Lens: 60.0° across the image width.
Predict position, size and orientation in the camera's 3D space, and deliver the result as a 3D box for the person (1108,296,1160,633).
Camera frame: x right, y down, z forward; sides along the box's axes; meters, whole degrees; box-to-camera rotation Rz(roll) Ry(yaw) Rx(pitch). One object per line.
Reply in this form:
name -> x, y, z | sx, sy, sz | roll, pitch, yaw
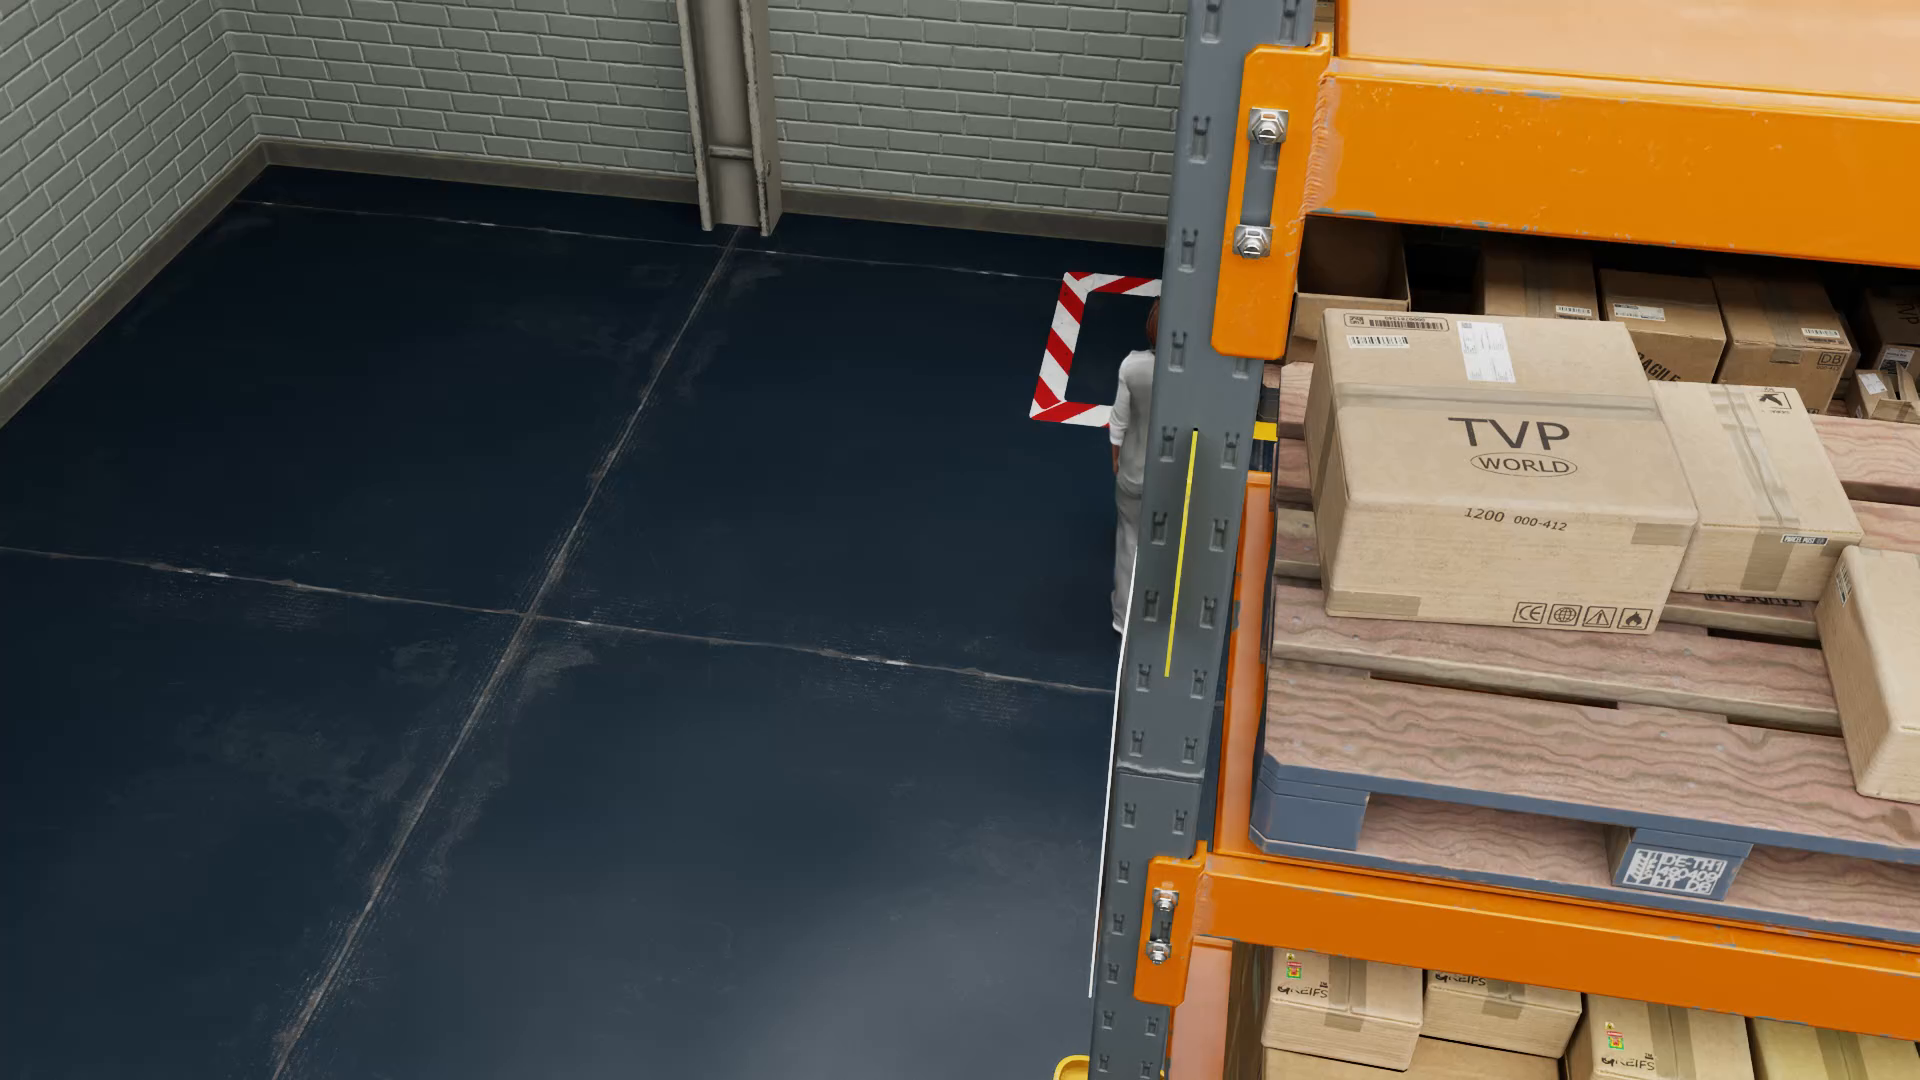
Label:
person -> 0.768, -0.270, 6.486 | 0.407, 1.589, 0.304 | 7, 42, 8
